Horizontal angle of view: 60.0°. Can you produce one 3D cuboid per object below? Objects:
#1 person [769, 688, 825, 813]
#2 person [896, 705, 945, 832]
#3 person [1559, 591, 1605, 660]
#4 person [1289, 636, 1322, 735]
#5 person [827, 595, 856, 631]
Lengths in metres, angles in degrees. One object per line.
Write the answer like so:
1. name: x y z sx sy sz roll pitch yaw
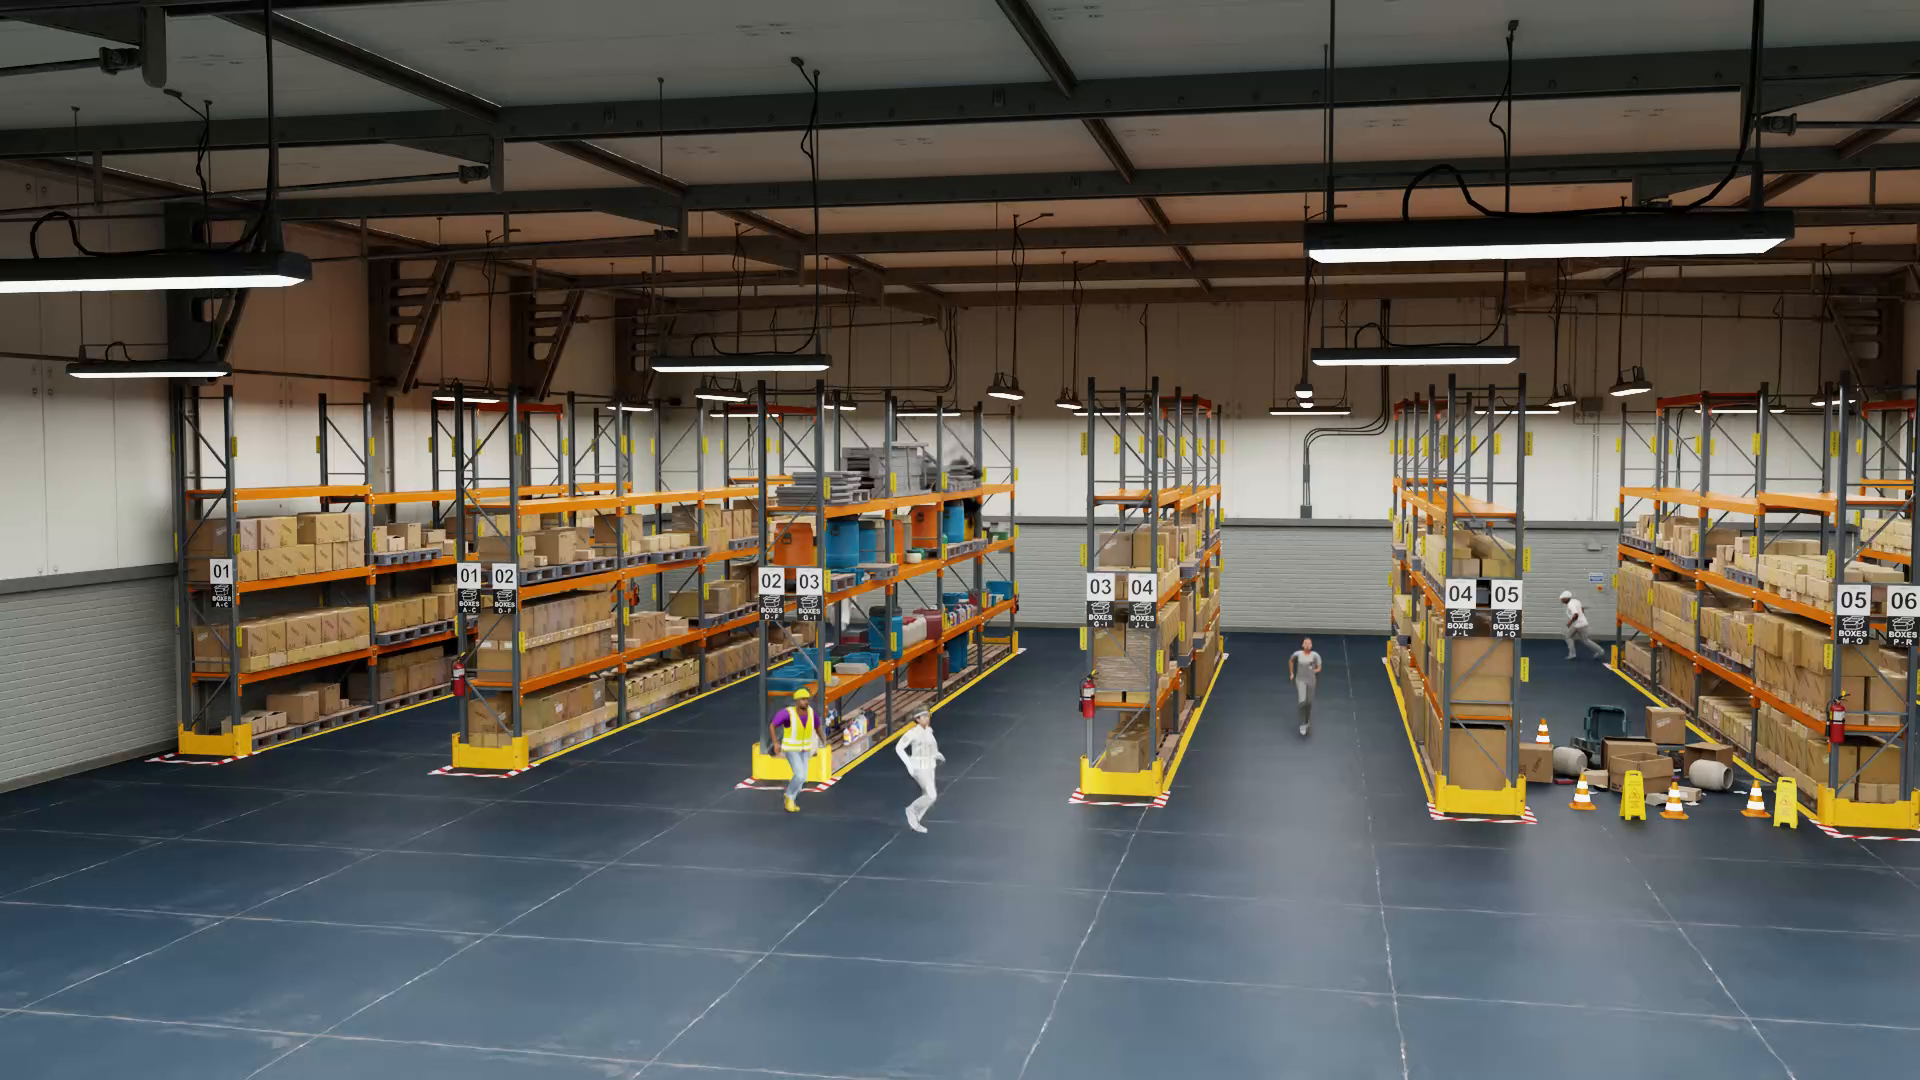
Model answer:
1. person: -2.189 2.874 22.767 0.723 1.711 0.683 -3 4 -41
2. person: -0.444 2.963 21.488 0.558 1.657 0.599 2 4 37
3. person: 14.577 2.022 38.976 1.045 1.622 0.698 1 3 20
4. person: 6.056 2.538 29.130 0.527 1.712 0.816 0 3 3
5. person: -2.719 1.751 37.580 0.668 1.895 0.879 0 3 8
